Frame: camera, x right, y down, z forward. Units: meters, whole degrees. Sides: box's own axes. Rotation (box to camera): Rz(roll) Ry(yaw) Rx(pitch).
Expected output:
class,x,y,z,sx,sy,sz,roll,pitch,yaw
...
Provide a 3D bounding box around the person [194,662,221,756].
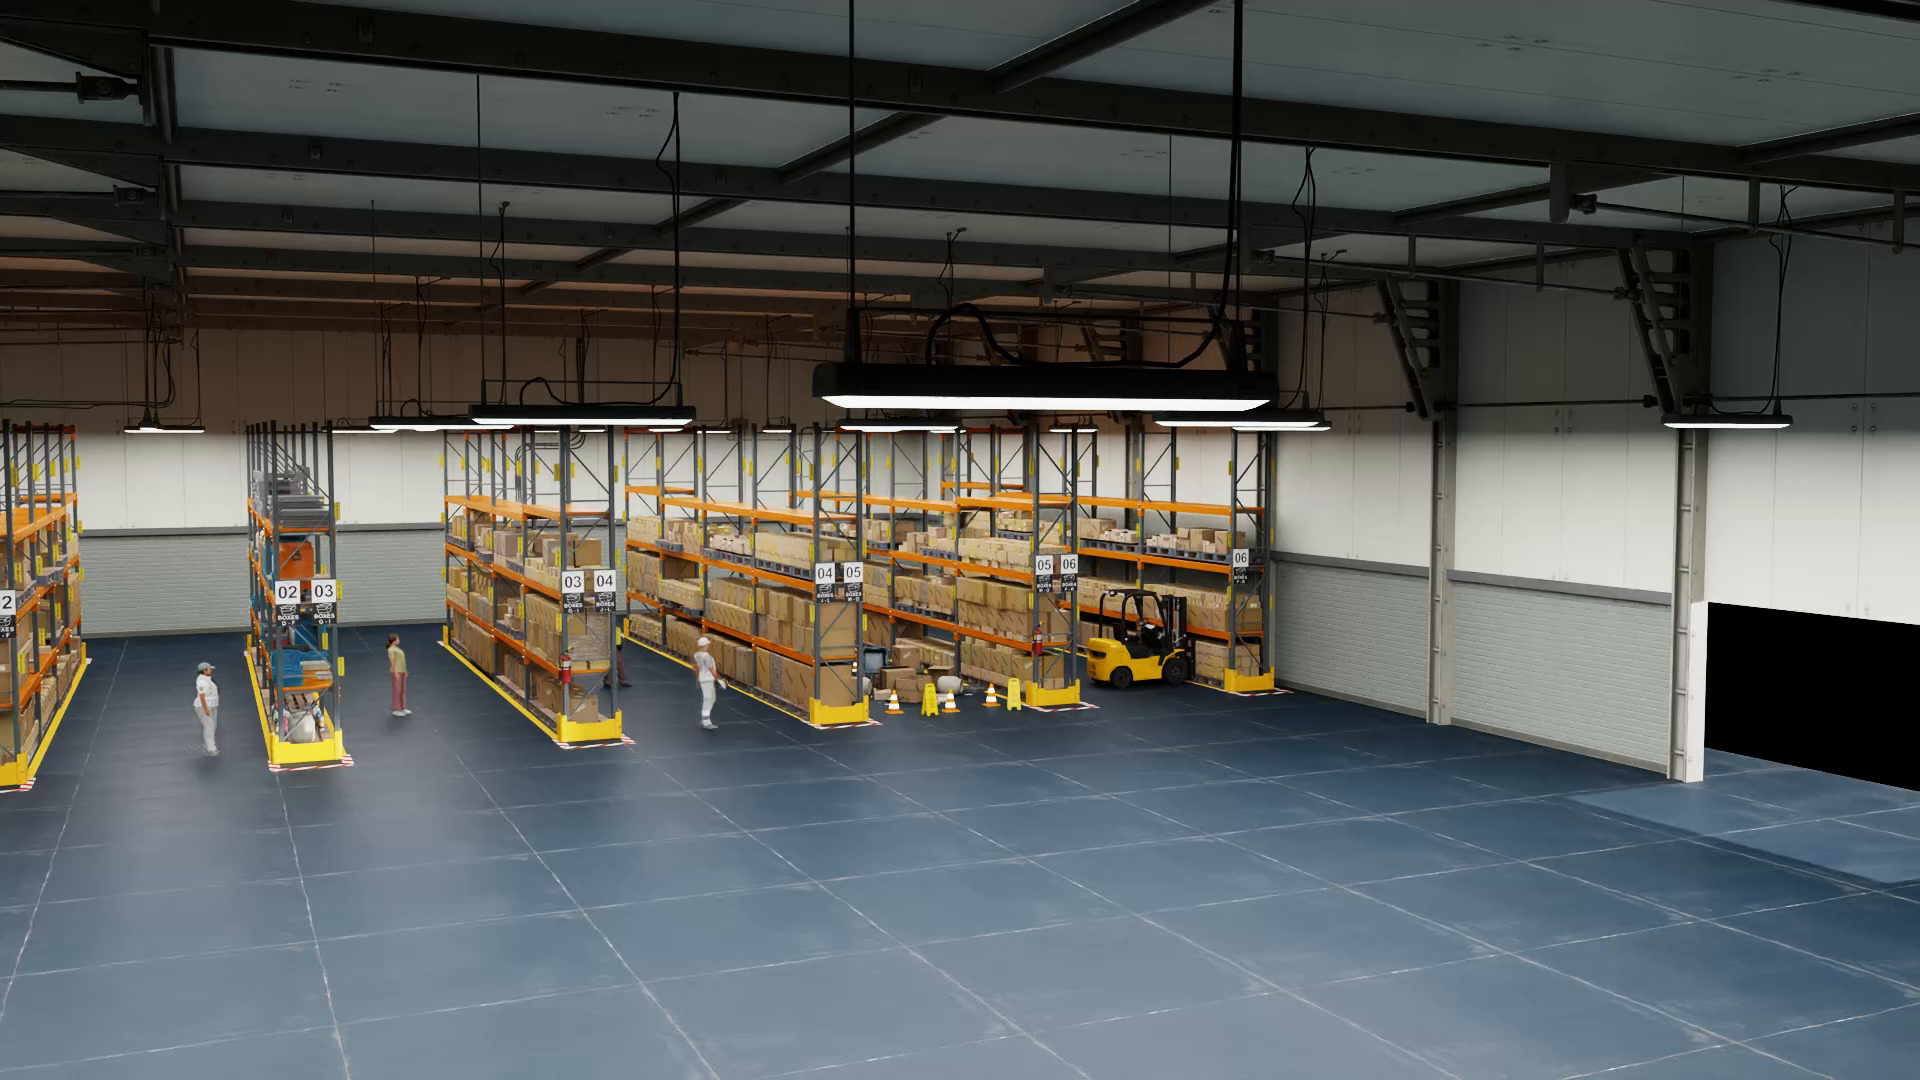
class,x,y,z,sx,sy,sz,roll,pitch,yaw
person,-13.506,3.052,29.983,0.543,1.707,0.488,0,4,3

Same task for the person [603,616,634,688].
class,x,y,z,sx,sy,sz,roll,pitch,yaw
person,-7.819,2.522,37.676,0.661,1.714,0.566,2,4,27

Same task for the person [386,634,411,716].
class,x,y,z,sx,sy,sz,roll,pitch,yaw
person,-11.556,2.763,34.251,0.473,1.692,0.491,1,4,10

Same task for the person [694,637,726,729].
class,x,y,z,sx,sy,sz,roll,pitch,yaw
person,-4.903,2.799,32.603,0.603,1.805,0.618,-1,4,-10

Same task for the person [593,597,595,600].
class,x,y,z,sx,sy,sz,roll,pitch,yaw
person,-9.910,2.037,45.871,0.471,1.614,0.665,-1,4,-20
